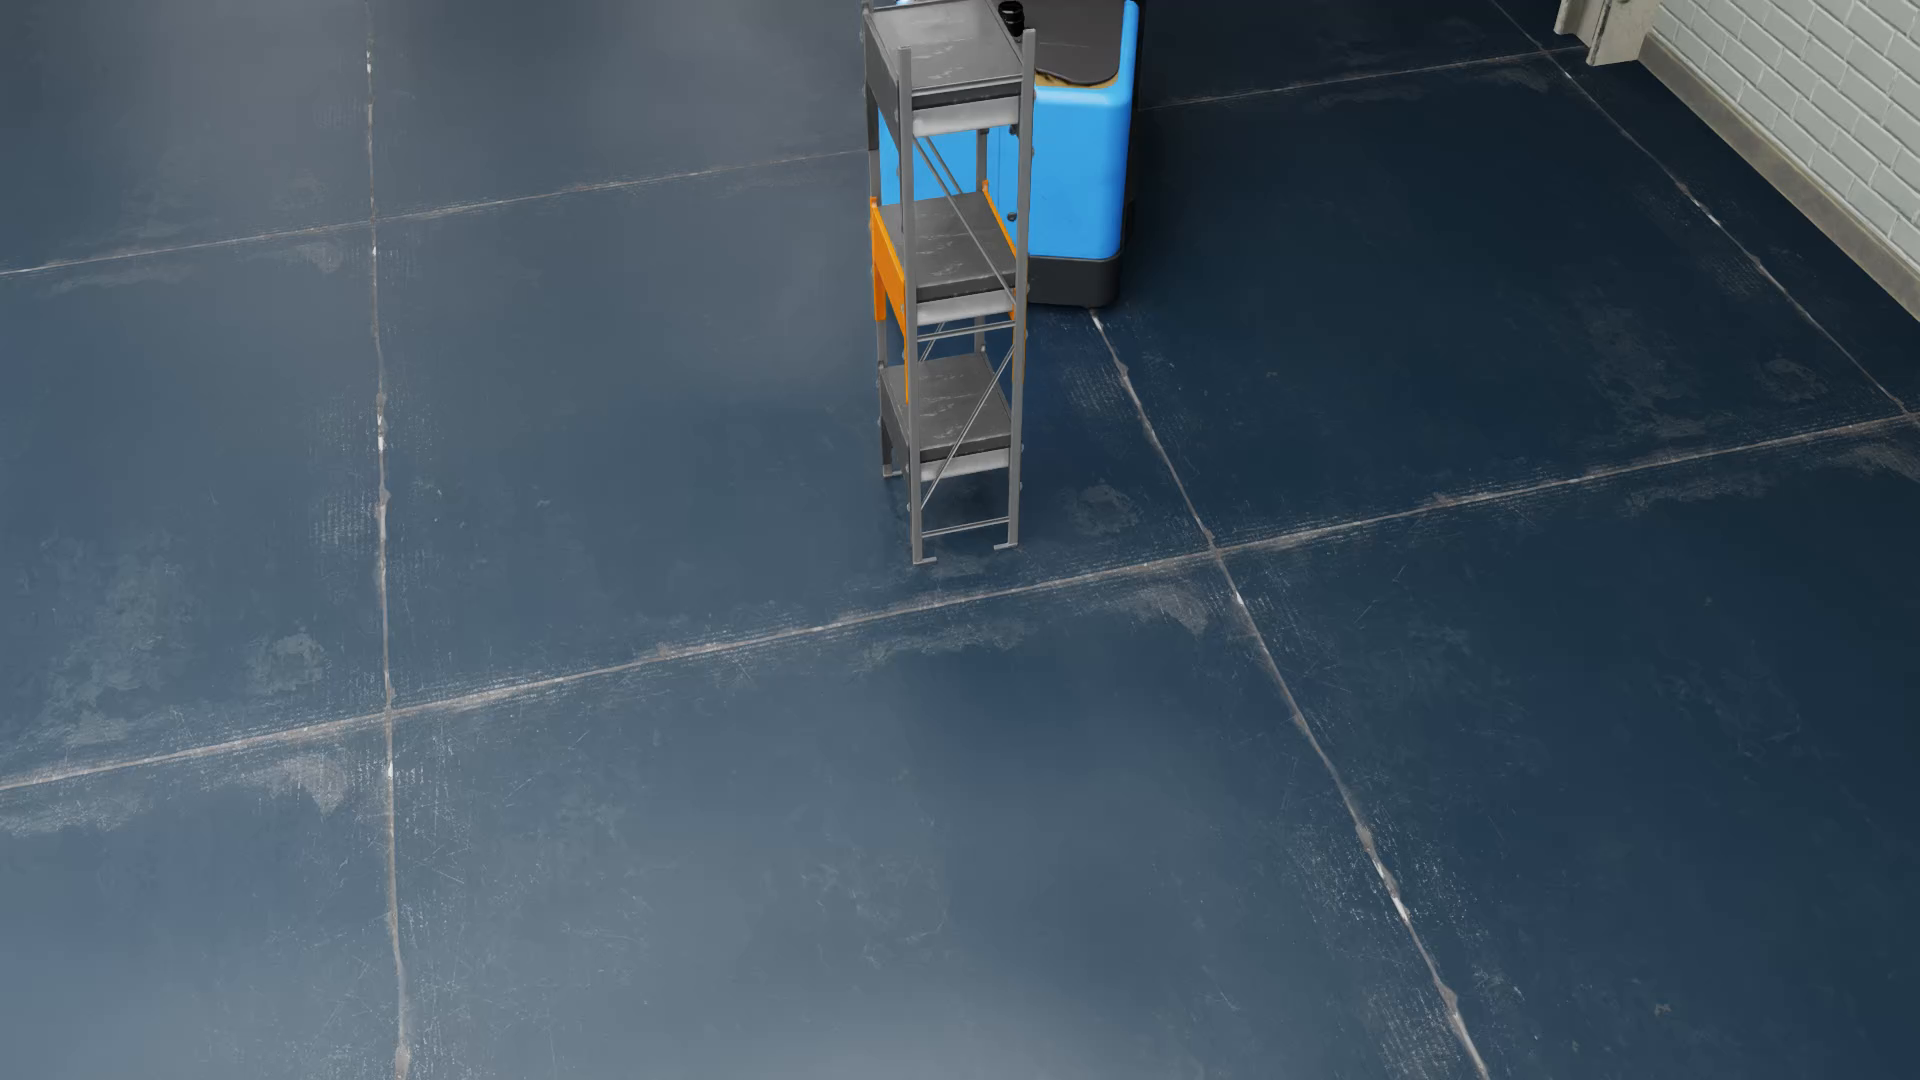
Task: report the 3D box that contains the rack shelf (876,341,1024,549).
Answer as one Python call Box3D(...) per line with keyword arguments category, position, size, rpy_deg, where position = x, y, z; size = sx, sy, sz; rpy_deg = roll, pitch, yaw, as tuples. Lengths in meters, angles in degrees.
Box3D(category="rack shelf", position=(-0.042, -0.350, 6.122), size=(0.431, 0.518, 0.480), rpy_deg=(-11, 47, -10))

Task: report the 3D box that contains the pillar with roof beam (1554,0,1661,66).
Box3D(category="pillar with roof beam", position=(-0.774, -4.999, 4.848), size=(9.100, 9.000, 0.400), rpy_deg=(-11, 47, -10))

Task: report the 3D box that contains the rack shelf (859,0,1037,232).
Box3D(category="rack shelf", position=(-0.042, -1.330, 5.122), size=(0.431, 0.518, 0.480), rpy_deg=(-11, 47, -10))

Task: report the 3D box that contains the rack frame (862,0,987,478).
Box3D(category="rack frame", position=(-0.105, -1.018, 5.777), size=(0.400, 2.100, 0.015), rpy_deg=(-11, 47, -10))

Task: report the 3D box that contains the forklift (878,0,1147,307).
Box3D(category="forklift", position=(0.327, -3.082, 7.218), size=(1.130, 2.935, 3.031), rpy_deg=(5, 46, 5))

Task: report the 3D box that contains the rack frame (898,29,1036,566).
Box3D(category="rack frame", position=(0.020, -0.681, 5.447), size=(0.400, 2.100, 0.015), rpy_deg=(-11, 47, -10))

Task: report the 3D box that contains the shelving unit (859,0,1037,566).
Box3D(category="shelving unit", position=(-0.042, -0.849, 5.612), size=(0.431, 2.100, 0.503), rpy_deg=(-11, 47, -10))

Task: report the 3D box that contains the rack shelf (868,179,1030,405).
Box3D(category="rack shelf", position=(-0.042, -0.840, 5.622), size=(0.431, 0.518, 0.480), rpy_deg=(-11, 47, -10))
